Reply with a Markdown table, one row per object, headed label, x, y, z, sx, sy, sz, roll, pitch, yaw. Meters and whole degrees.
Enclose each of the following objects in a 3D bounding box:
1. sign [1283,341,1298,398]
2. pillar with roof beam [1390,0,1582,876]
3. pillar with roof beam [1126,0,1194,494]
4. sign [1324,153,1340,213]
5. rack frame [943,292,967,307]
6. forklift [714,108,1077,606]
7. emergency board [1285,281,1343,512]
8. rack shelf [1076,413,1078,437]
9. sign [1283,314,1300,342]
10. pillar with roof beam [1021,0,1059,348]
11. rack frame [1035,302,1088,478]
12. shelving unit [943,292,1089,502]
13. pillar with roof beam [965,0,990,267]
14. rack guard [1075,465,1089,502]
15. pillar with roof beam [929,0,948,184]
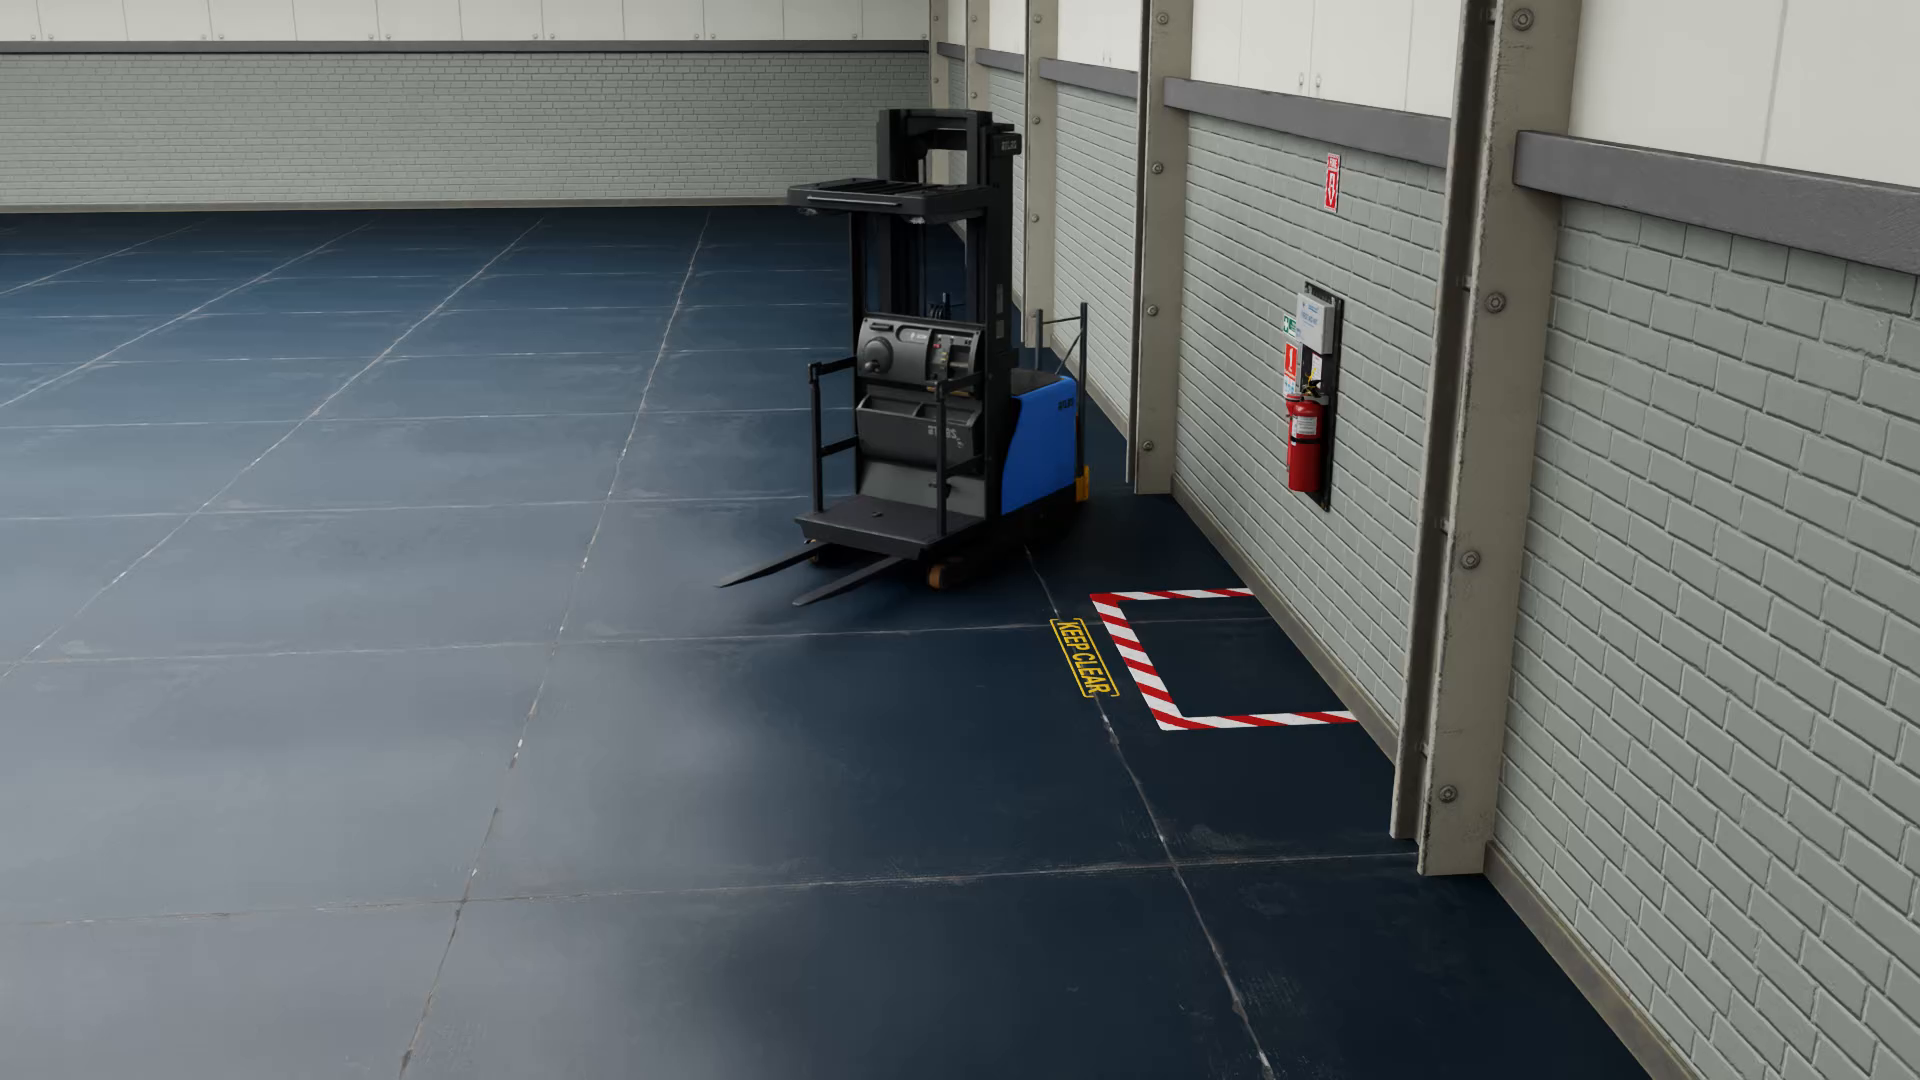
| label | x | y | z | sx | sy | sz | roll | pitch | yaw |
| --- | --- | --- | --- | --- | --- | --- | --- | --- | --- |
| sign | 1.934 | -0.982 | 9.739 | 0.001 | 0.329 | 0.234 | -2 | 18 | -6 |
| pillar with roof beam | -2.177 | -2.789 | 5.538 | 9.100 | 9.000 | 0.400 | -2 | 18 | -6 |
| pillar with roof beam | -2.796 | -4.577 | 11.232 | 9.100 | 9.000 | 0.400 | -2 | 18 | -6 |
| sign | 1.986 | -1.909 | 8.879 | 0.001 | 0.298 | 0.199 | -2 | 18 | -6 |
| rack frame | 0.071 | -1.214 | 13.040 | 0.500 | 1.500 | 0.032 | -15 | 23 | -39 |
| forklift | -0.387 | -1.237 | 10.725 | 1.130 | 2.935 | 3.031 | 11 | 21 | 31 |
| emergency board | 1.888 | -0.797 | 9.209 | 0.194 | 1.169 | 0.643 | -2 | 18 | -6 |
| rack shelf | 0.407 | -0.928 | 12.729 | 0.538 | 0.185 | 1.000 | -15 | 23 | -39 |
| sign | 1.925 | -1.234 | 9.654 | 0.001 | 0.109 | 0.331 | -2 | 18 | -6 |
| pillar with roof beam | -3.415 | -6.364 | 16.926 | 9.100 | 9.000 | 0.400 | -2 | 18 | -6 |
| rack frame | 0.742 | -0.985 | 12.311 | 0.500 | 1.500 | 0.032 | -15 | 23 | -39 |
| shelving unit | 0.413 | -1.097 | 12.669 | 0.587 | 1.500 | 1.083 | -15 | 23 | -39 |
| pillar with roof beam | -4.034 | -8.152 | 22.620 | 9.100 | 9.000 | 0.400 | -2 | 18 | -6 |
| rack guard | 0.741 | -0.389 | 12.499 | 0.587 | 0.250 | 0.087 | -15 | 23 | -39 |
| pillar with roof beam | -4.652 | -9.940 | 28.314 | 9.100 | 9.000 | 0.400 | -2 | 18 | -6 |
